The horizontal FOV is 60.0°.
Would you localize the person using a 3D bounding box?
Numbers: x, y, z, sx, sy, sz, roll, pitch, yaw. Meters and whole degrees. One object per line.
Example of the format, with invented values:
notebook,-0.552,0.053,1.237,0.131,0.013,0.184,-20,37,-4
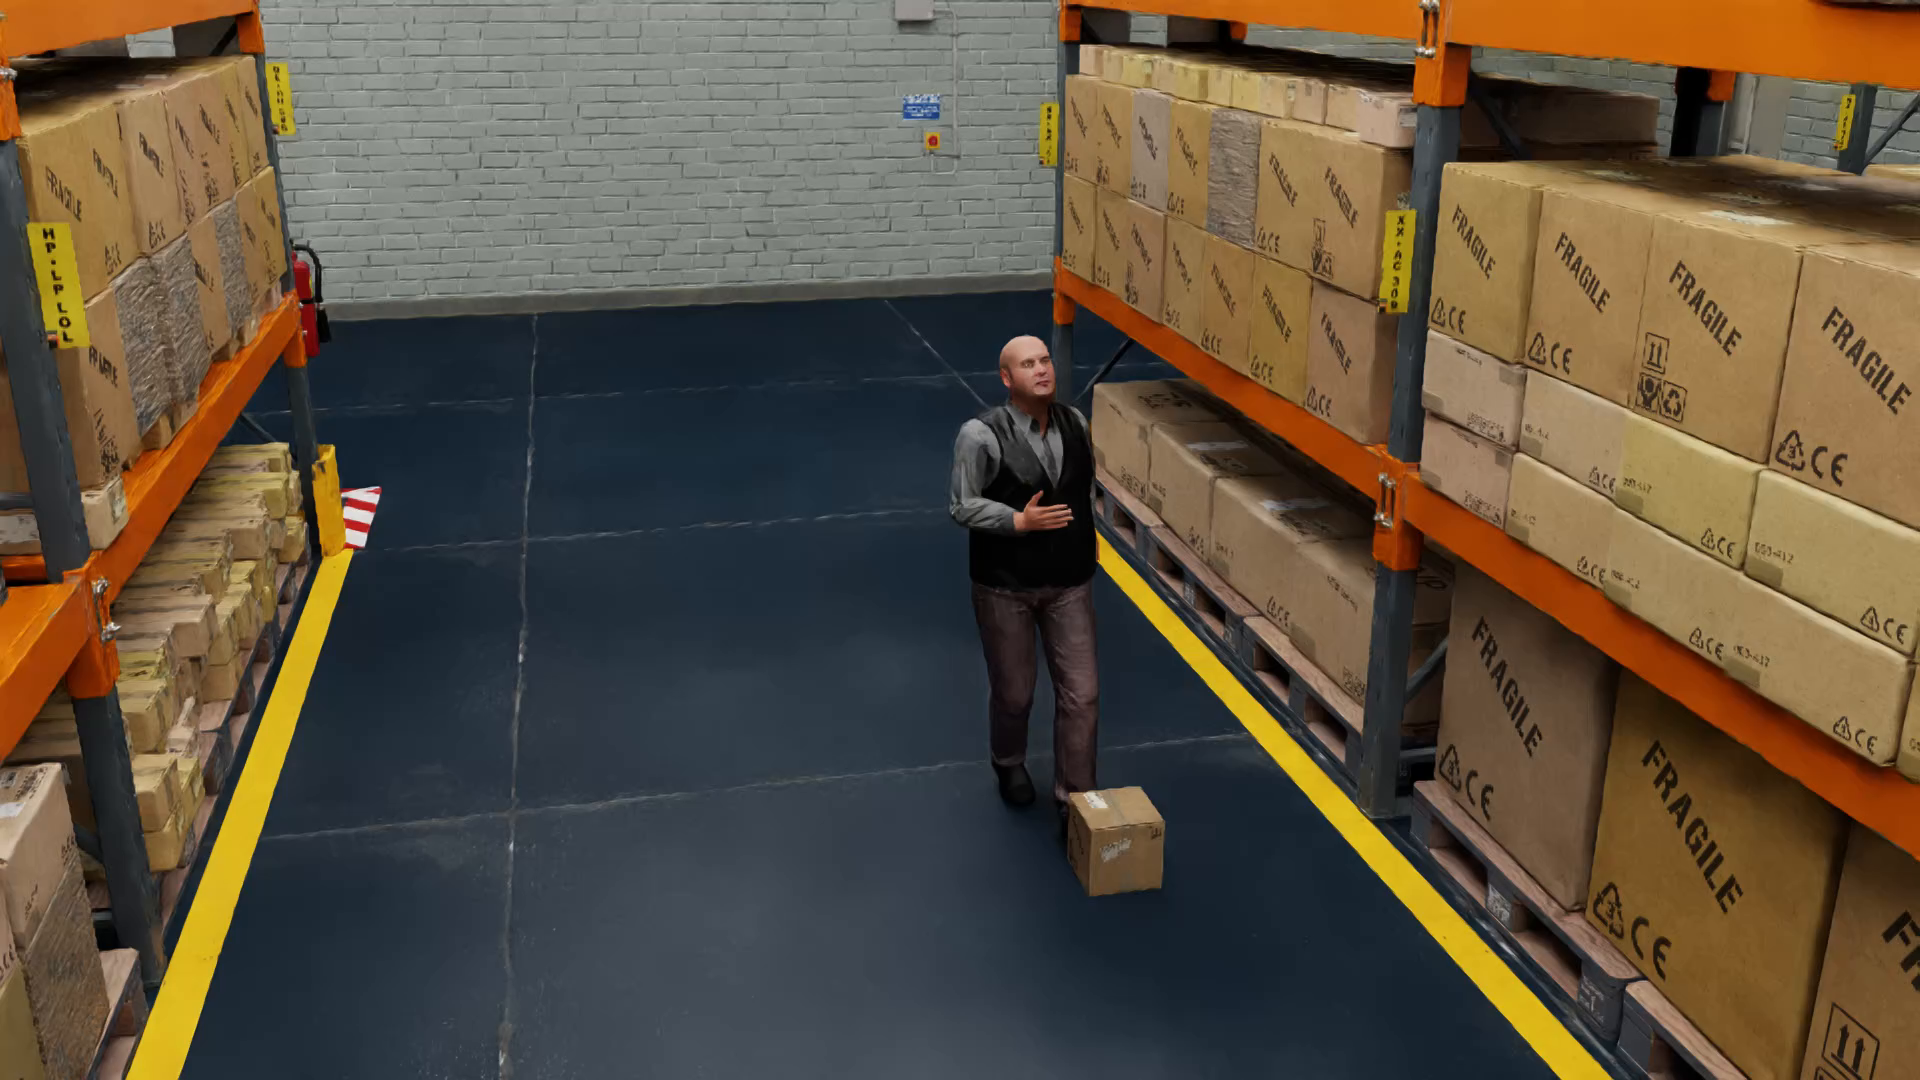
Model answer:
person,0.282,0.185,5.601,0.618,1.702,0.843,-5,20,-15
